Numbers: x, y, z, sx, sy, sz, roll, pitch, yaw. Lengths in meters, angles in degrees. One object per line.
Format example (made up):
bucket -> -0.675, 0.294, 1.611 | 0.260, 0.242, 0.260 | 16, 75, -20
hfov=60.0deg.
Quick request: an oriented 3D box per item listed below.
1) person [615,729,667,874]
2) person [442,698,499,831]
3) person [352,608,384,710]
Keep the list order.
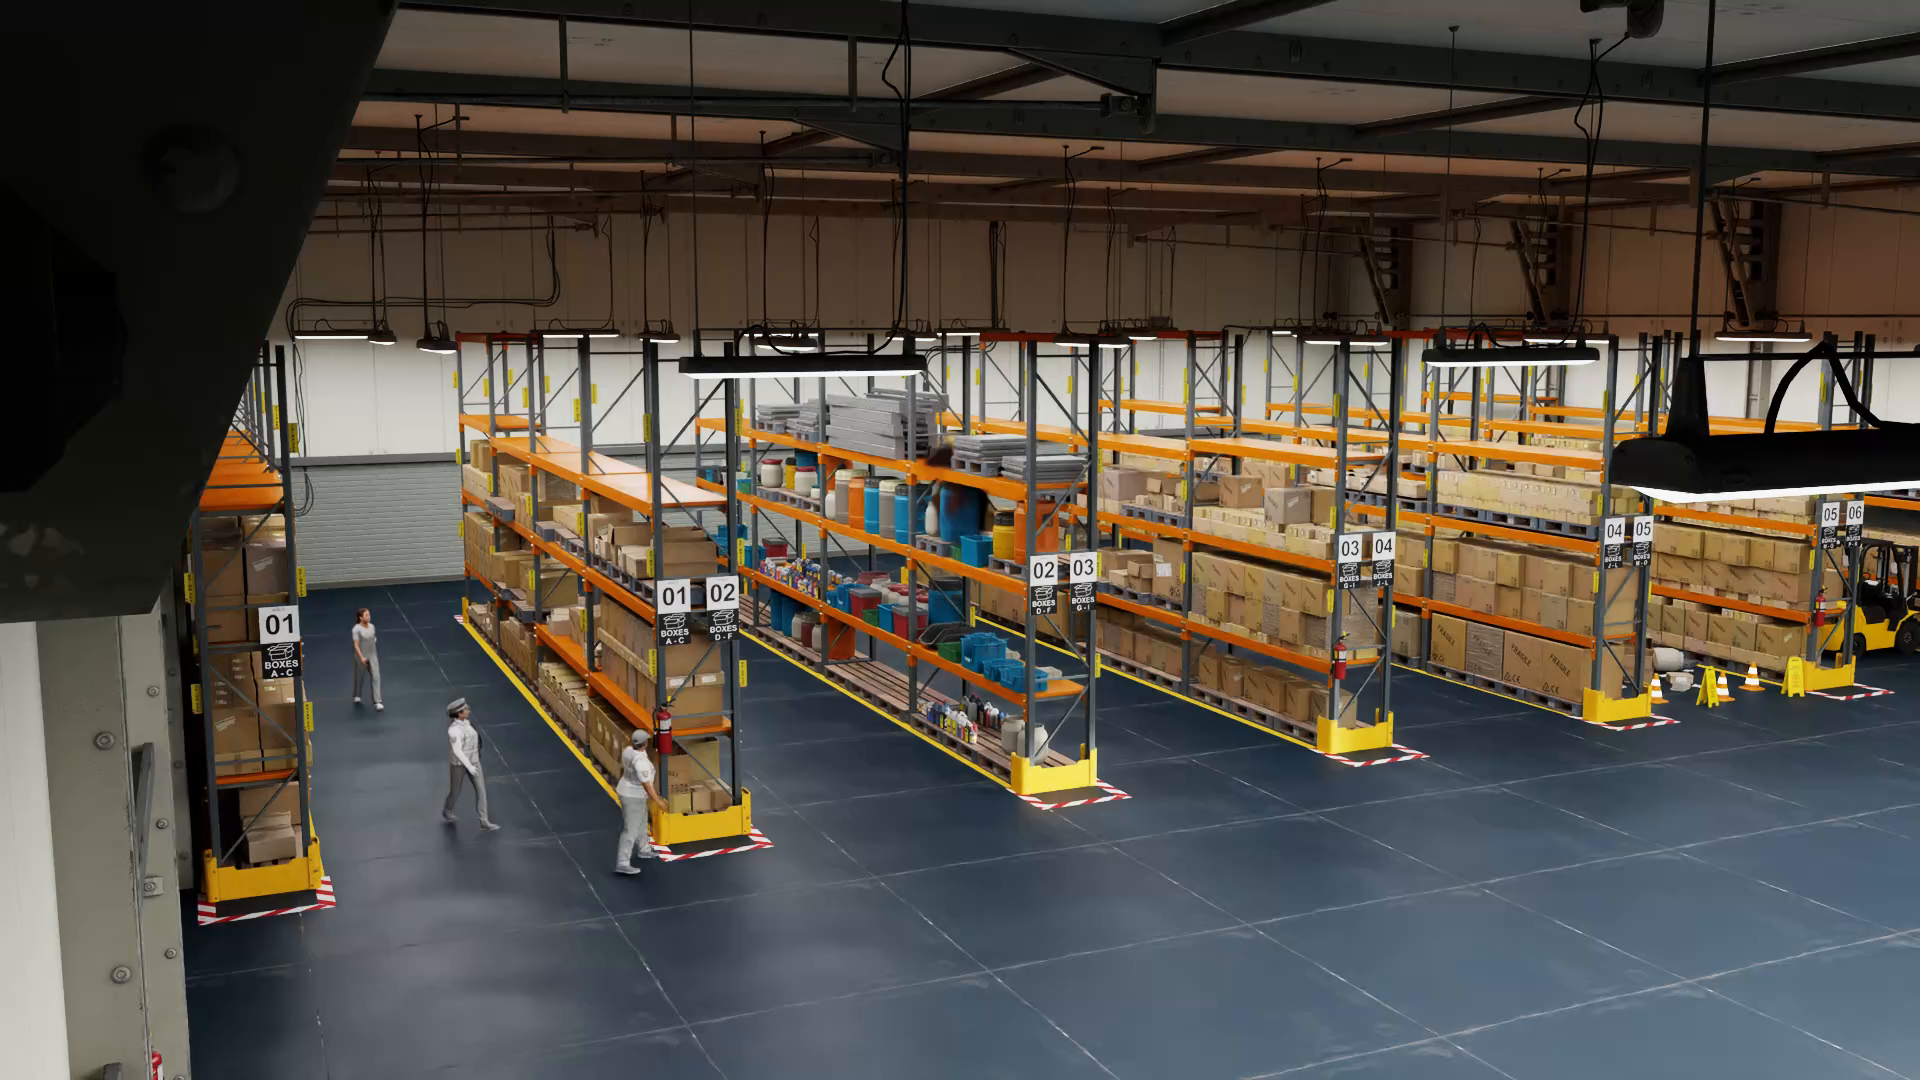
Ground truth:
person -> -3.721, 2.966, 19.150 | 0.612, 1.659, 0.669 | -3, 8, -22
person -> -6.105, 2.759, 20.515 | 0.974, 1.637, 0.437 | 7, 10, 41
person -> -9.620, 1.902, 26.908 | 0.414, 1.621, 1.015 | -5, 9, -32
